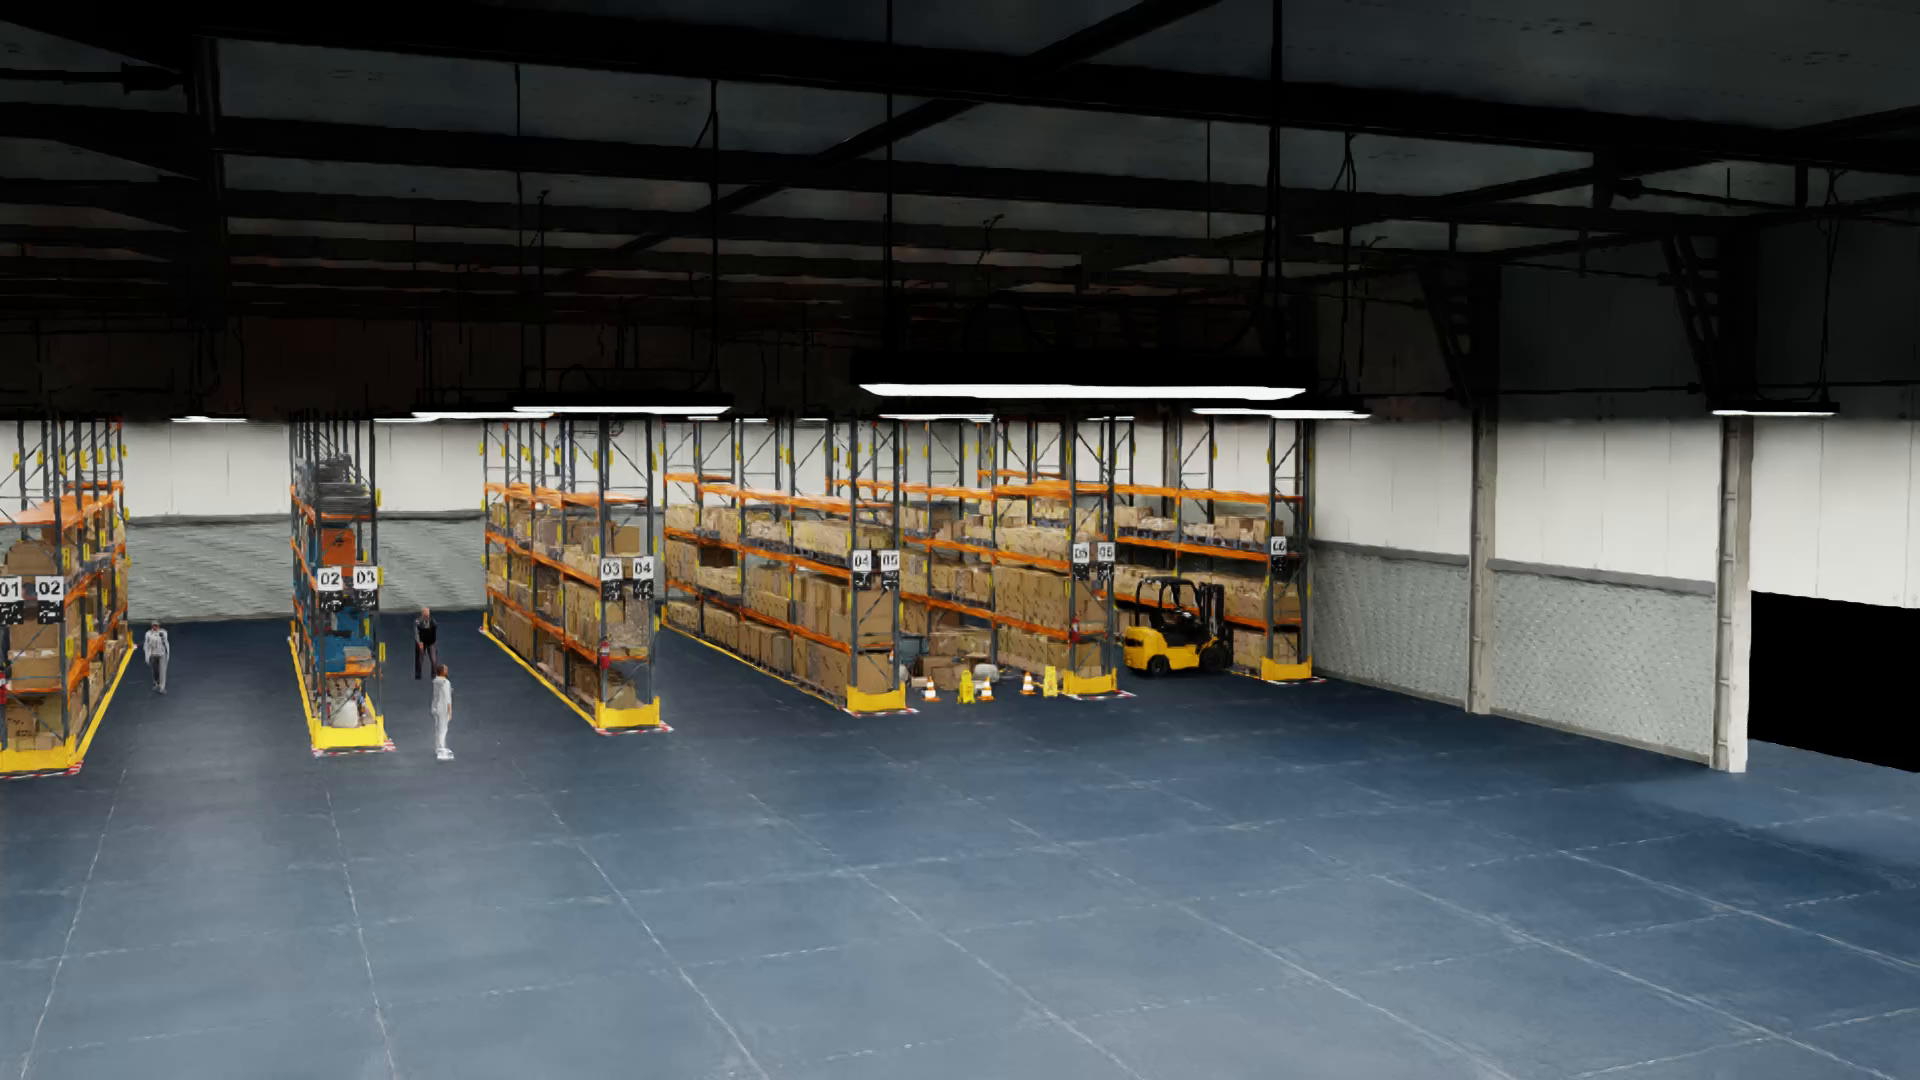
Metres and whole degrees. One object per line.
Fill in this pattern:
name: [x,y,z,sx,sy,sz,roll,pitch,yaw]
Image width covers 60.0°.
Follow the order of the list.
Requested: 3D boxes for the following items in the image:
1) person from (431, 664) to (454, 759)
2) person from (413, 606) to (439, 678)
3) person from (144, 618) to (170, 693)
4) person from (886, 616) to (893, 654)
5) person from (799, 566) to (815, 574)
person: [-8.832,2.916,28.448,0.504,1.602,0.419,3,5,40]
person: [-11.868,2.305,36.922,0.538,1.648,1.026,-2,5,-31]
person: [-17.116,2.428,35.427,0.495,1.589,1.086,-2,4,-21]
person: [-1.693,2.007,40.916,0.571,1.666,0.549,0,4,3]
person: [-4.656,1.281,50.807,0.659,1.751,0.442,3,5,35]
